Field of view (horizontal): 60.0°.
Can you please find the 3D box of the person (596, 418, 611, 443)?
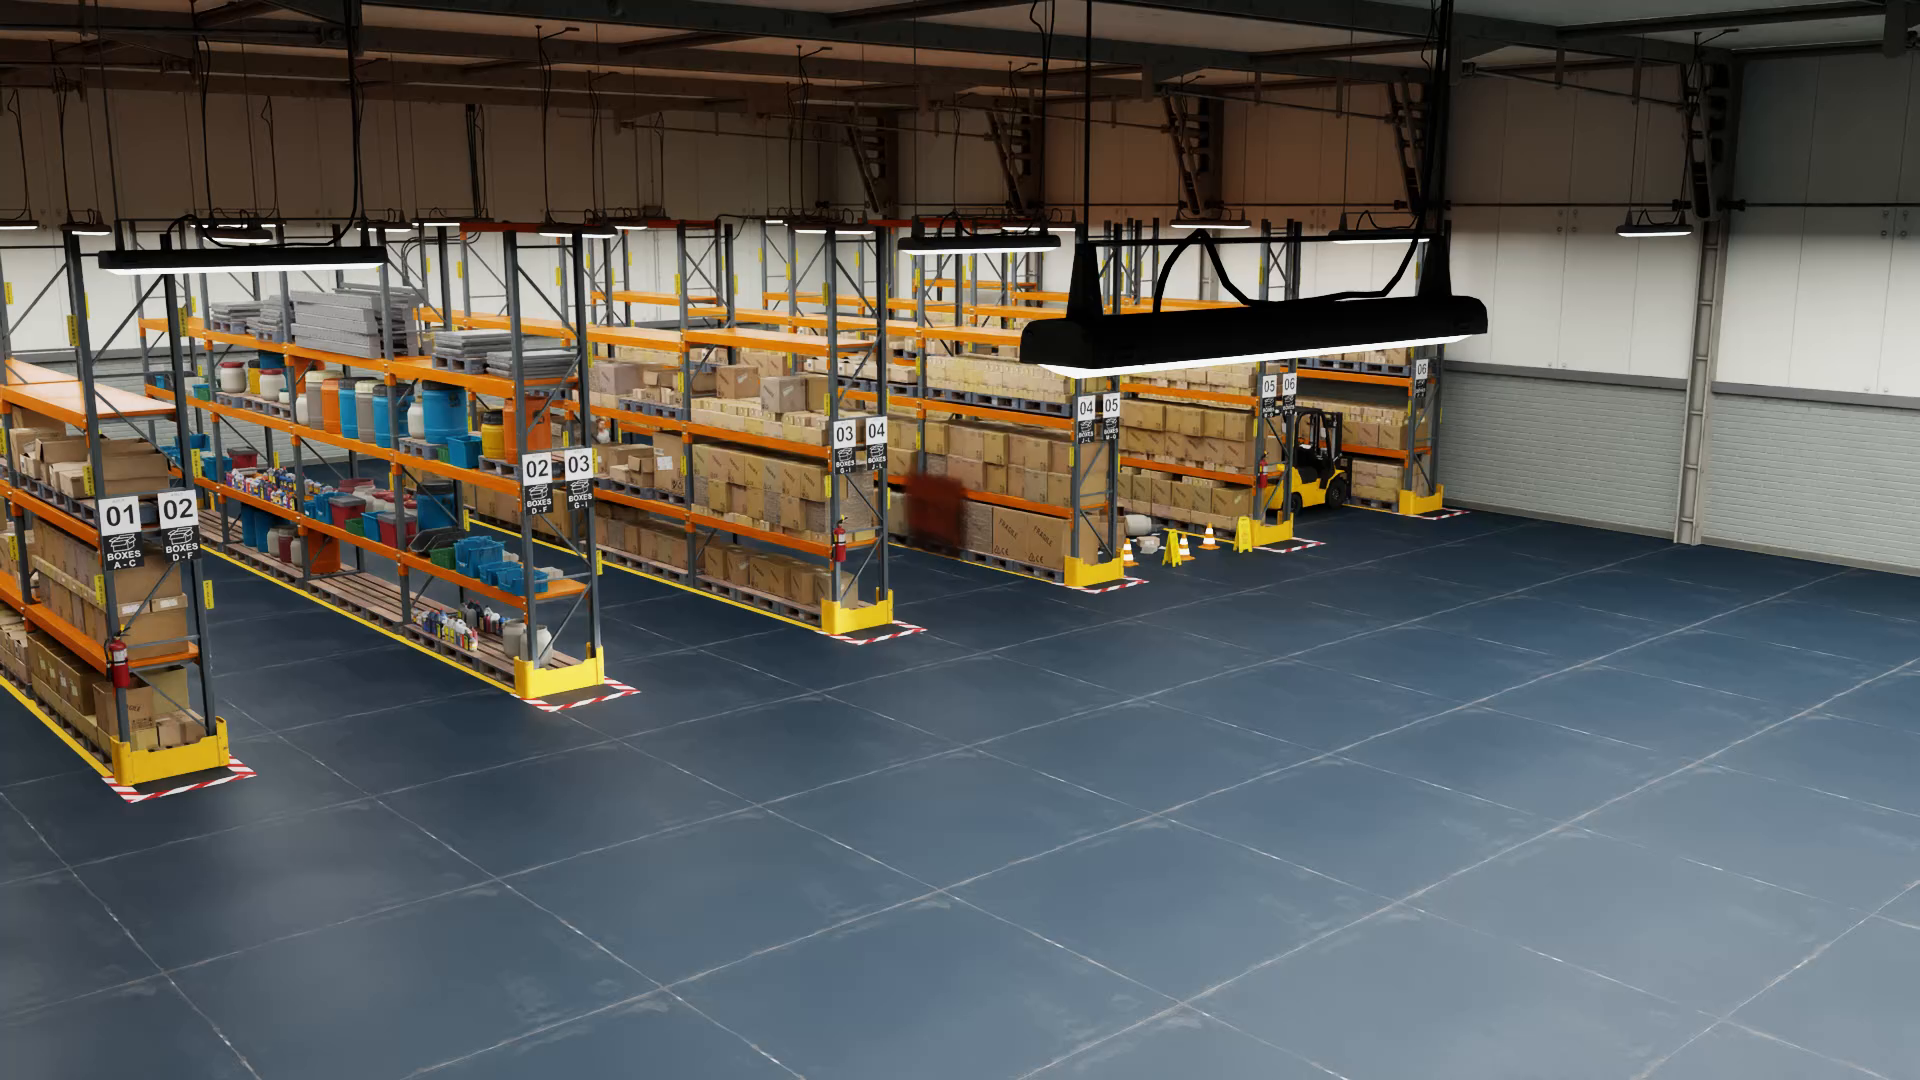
[{"bbox_3d":[-8.021,-1.935,37.281,0.483,1.611,1.058,-11,16,-43],"label":"person"}]
